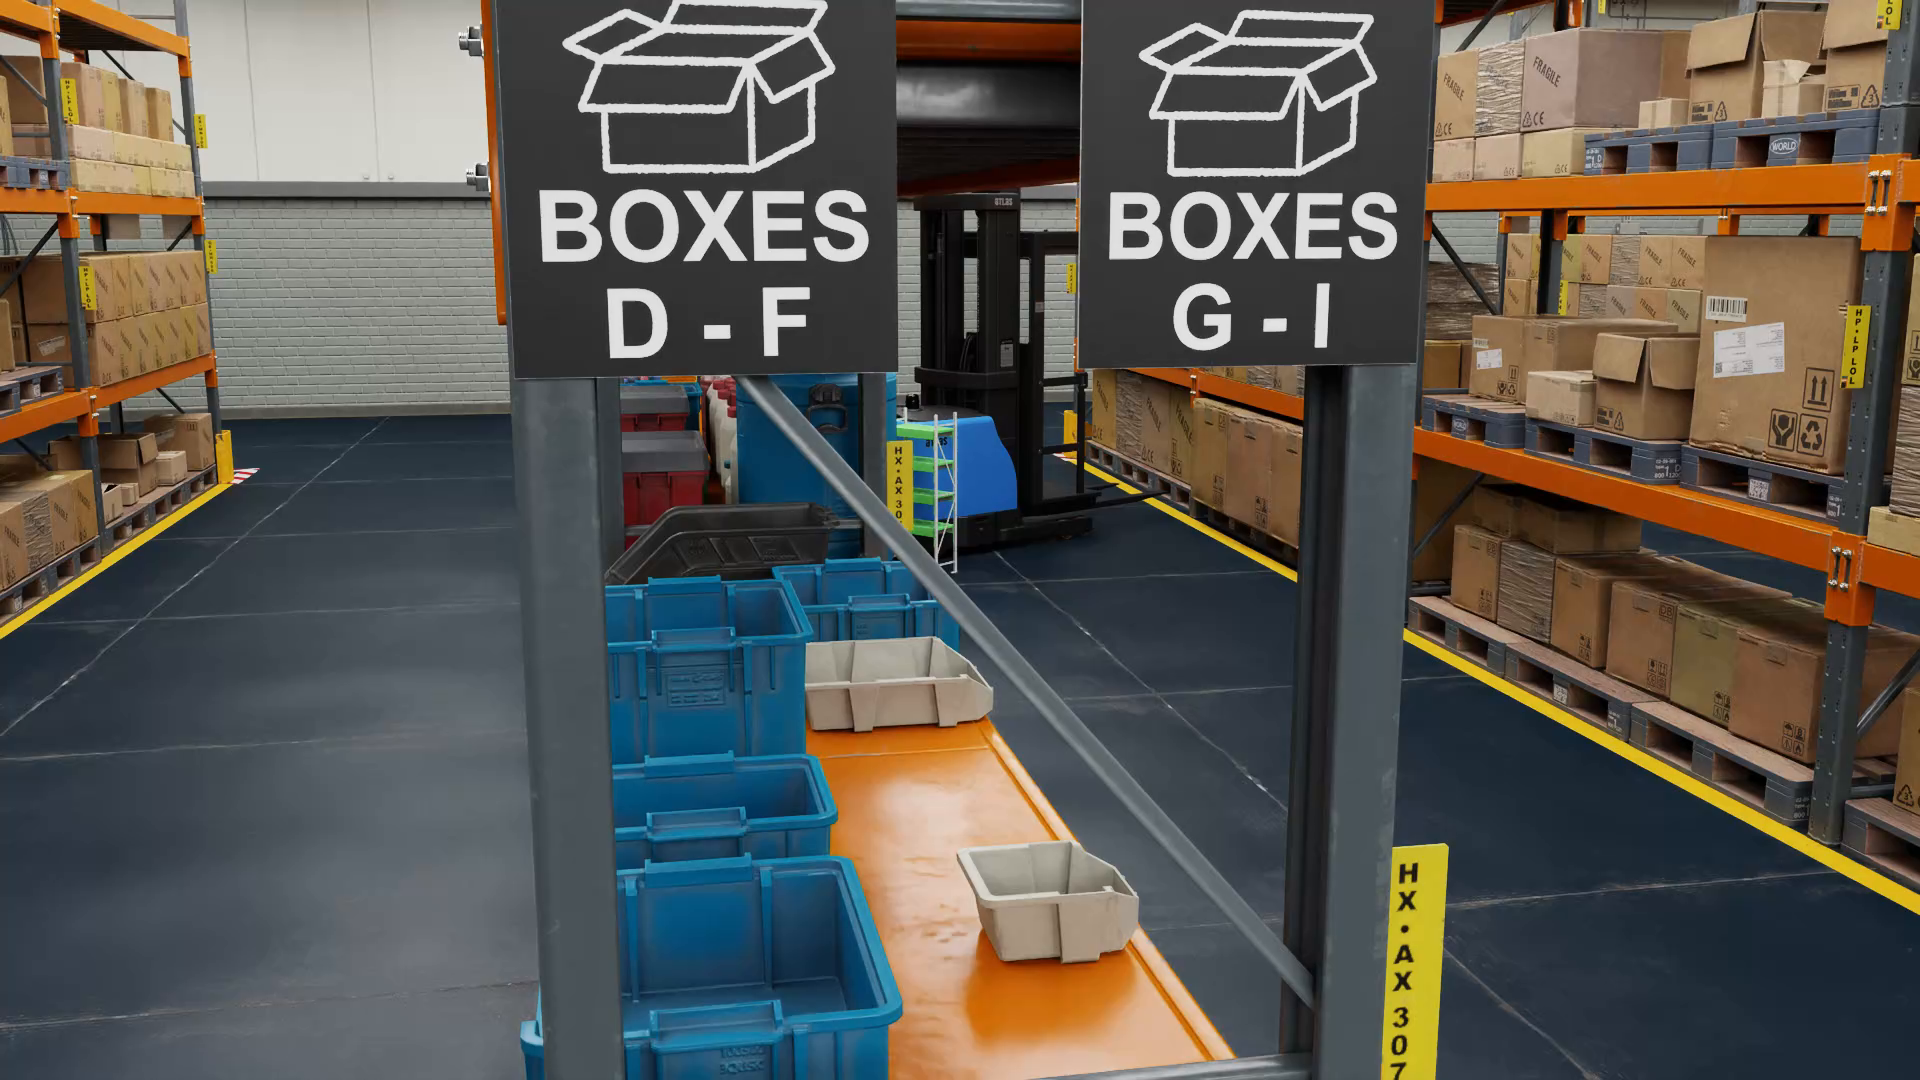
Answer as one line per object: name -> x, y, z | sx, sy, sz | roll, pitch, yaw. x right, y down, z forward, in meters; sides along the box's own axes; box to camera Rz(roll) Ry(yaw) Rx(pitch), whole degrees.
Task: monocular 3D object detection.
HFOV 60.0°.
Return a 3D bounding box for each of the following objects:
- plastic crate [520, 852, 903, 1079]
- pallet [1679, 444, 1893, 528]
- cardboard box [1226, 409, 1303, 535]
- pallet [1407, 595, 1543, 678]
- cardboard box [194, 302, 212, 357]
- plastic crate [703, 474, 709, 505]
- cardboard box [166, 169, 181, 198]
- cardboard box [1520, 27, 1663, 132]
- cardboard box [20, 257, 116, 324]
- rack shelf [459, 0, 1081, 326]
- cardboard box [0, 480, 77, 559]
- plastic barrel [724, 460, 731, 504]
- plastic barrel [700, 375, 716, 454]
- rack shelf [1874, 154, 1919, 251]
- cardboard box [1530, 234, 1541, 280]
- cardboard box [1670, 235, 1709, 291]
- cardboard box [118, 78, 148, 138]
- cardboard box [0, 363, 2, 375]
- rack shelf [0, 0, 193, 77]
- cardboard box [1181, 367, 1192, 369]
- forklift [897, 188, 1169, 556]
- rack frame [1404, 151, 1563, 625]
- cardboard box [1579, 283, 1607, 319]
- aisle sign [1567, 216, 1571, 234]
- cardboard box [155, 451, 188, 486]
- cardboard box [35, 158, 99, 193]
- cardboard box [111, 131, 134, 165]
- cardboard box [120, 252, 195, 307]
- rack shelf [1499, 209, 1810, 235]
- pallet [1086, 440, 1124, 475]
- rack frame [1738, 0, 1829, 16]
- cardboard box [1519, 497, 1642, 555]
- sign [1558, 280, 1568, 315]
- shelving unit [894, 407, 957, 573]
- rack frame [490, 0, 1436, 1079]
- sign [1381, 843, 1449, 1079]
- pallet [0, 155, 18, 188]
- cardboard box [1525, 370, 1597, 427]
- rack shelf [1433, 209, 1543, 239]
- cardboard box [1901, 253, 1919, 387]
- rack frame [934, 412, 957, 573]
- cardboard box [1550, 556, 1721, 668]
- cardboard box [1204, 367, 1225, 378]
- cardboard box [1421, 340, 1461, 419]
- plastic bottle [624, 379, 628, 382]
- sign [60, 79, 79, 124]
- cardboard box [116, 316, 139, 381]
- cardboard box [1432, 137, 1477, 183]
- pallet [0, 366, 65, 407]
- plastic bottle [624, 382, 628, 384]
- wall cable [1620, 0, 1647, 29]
plastic crate -> -0.372, 0.688, 2.458 | 0.499, 0.251, 0.616 | -2, 11, -11
pallet -> 4.093, -0.269, 7.602 | 1.003, 0.211, 1.213 | -2, 11, -11
cardboard box -> 2.862, -0.567, 13.214 | 1.225, 0.875, 0.875 | -3, 11, -13
pallet -> 3.472, 0.562, 10.182 | 1.003, 0.211, 1.213 | -2, 11, -11
cardboard box -> -7.599, -2.036, 16.105 | 0.500, 0.500, 0.500 | -2, 11, -9
plastic crate -> -1.375, -0.243, 7.517 | 0.450, 0.188, 0.662 | -2, 11, -11
cardboard box -> -7.508, -3.282, 15.299 | 0.500, 0.250, 0.500 | -2, 11, -11
cardboard box -> 3.360, -2.439, 8.863 | 0.500, 0.500, 0.500 | -2, 11, -13
cardboard box -> -6.990, -1.963, 13.044 | 0.500, 0.500, 0.500 | -2, 11, -10
rack shelf -> -0.370, -0.791, 3.733 | 1.077, 0.370, 4.000 | -2, 11, -11
cardboard box -> -6.710, -0.143, 11.933 | 0.500, 0.500, 0.500 | -2, 11, -11
plastic barrel -> -0.866, -0.218, 7.191 | 0.301, 0.262, 0.301 | 0, 11, 0
plastic barrel -> -1.150, -0.764, 9.326 | 0.600, 0.536, 0.708 | -2, 11, -11
rack shelf -> 4.488, -0.971, 4.679 | 1.077, 0.370, 4.000 | -2, 11, -11
cardboard box -> 6.581, -3.083, 18.134 | 0.500, 0.500, 0.500 | -2, 11, -9
cardboard box -> 7.071, -2.610, 15.650 | 0.500, 0.500, 0.500 | -3, 11, -13
cardboard box -> -7.620, -3.797, 14.659 | 0.700, 0.500, 0.500 | -2, 11, -11
cardboard box -> -7.106, -1.362, 11.441 | 0.700, 0.500, 0.500 | 0, 11, -2
rack shelf -> -7.564, -4.285, 14.073 | 1.077, 0.370, 4.000 | -2, 11, -11
cardboard box -> 2.163, -1.606, 14.783 | 0.380, 0.149, 0.250 | -2, 11, -11
forklift -> 0.479, -1.515, 13.816 | 3.031, 2.935, 1.130 | -9, 14, -39
rack frame -> 3.321, -0.952, 10.674 | 1.000, 3.000, 0.127 | -2, 11, -11
cardboard box -> 6.784, -2.403, 17.235 | 0.500, 0.500, 0.500 | -2, 11, -12
aisle sign -> 6.930, -3.882, 19.118 | 0.394, 0.787, 0.004 | -2, 11, -11
cardboard box -> -7.450, -0.659, 15.312 | 0.500, 0.250, 0.500 | -2, 11, -11
cardboard box -> -7.026, -2.824, 12.889 | 0.500, 0.250, 0.500 | -2, 11, -11
cardboard box -> -7.210, -3.253, 13.808 | 0.500, 0.250, 0.500 | -2, 11, -11
cardboard box -> -7.497, -2.435, 15.528 | 0.500, 0.500, 0.500 | -2, 11, -9
rack shelf -> 7.039, -3.334, 17.093 | 1.077, 0.370, 4.000 | -2, 11, -11
pallet -> 1.998, -0.905, 17.888 | 1.003, 0.211, 1.213 | -2, 11, -11
rack frame -> 7.428, -4.794, 14.818 | 1.000, 3.000, 0.127 | -2, 11, -11
cardboard box -> 3.594, -0.090, 9.648 | 0.500, 0.250, 0.500 | -1, 11, -5
sign -> 3.852, -1.503, 10.686 | 0.100, 0.325, 0.005 | -2, 11, -11
shelving unit -> -0.293, -0.362, 12.387 | 0.503, 1.200, 0.258 | 9, 14, 39
rack frame -> 0.022, 0.696, 2.020 | 0.949, 2.616, 0.053 | -2, 11, -11
sign -> 0.559, 0.541, 2.094 | 0.100, 0.325, 0.005 | -2, 11, -11
pallet -> -6.912, -2.395, 10.736 | 1.213, 0.211, 1.003 | -2, 11, -11
cardboard box -> 3.422, -0.769, 8.990 | 0.500, 0.250, 0.500 | -2, 11, -13
rack shelf -> 2.932, -2.439, 12.388 | 1.077, 0.370, 4.000 | -2, 11, -11
cardboard box -> 3.937, -0.813, 6.207 | 0.500, 0.500, 0.500 | -2, 11, -11
rack frame -> -0.105, -0.332, 12.234 | 0.015, 1.200, 0.240 | 9, 14, 39
cardboard box -> 3.709, 0.387, 9.148 | 0.700, 0.500, 0.500 | -1, 11, -6
cardboard box -> 2.387, -1.641, 14.028 | 0.500, 0.500, 0.500 | -2, 11, -11
cardboard box -> 2.982, -1.082, 11.093 | 0.500, 0.500, 0.500 | -2, 11, -9
plastic bottle -> -2.159, -0.903, 10.760 | 0.097, 0.271, 0.097 | 0, 11, 0
sign -> -6.631, -3.268, 12.383 | 0.100, 0.325, 0.005 | -2, 11, -11
cardboard box -> -7.109, -1.572, 13.666 | 0.500, 0.500, 0.500 | -2, 11, -10
cardboard box -> 3.163, -2.256, 9.906 | 0.500, 0.250, 0.500 | -2, 11, -10
pallet -> -7.126, -1.081, 11.867 | 1.003, 0.211, 1.213 | -2, 11, -11
plastic bottle -> -2.122, -0.867, 10.573 | 0.097, 0.271, 0.097 | 0, 11, 0
wall cable -> 10.103, -6.759, 25.143 | 0.463, 3.000, 0.029 | -2, 11, -11
